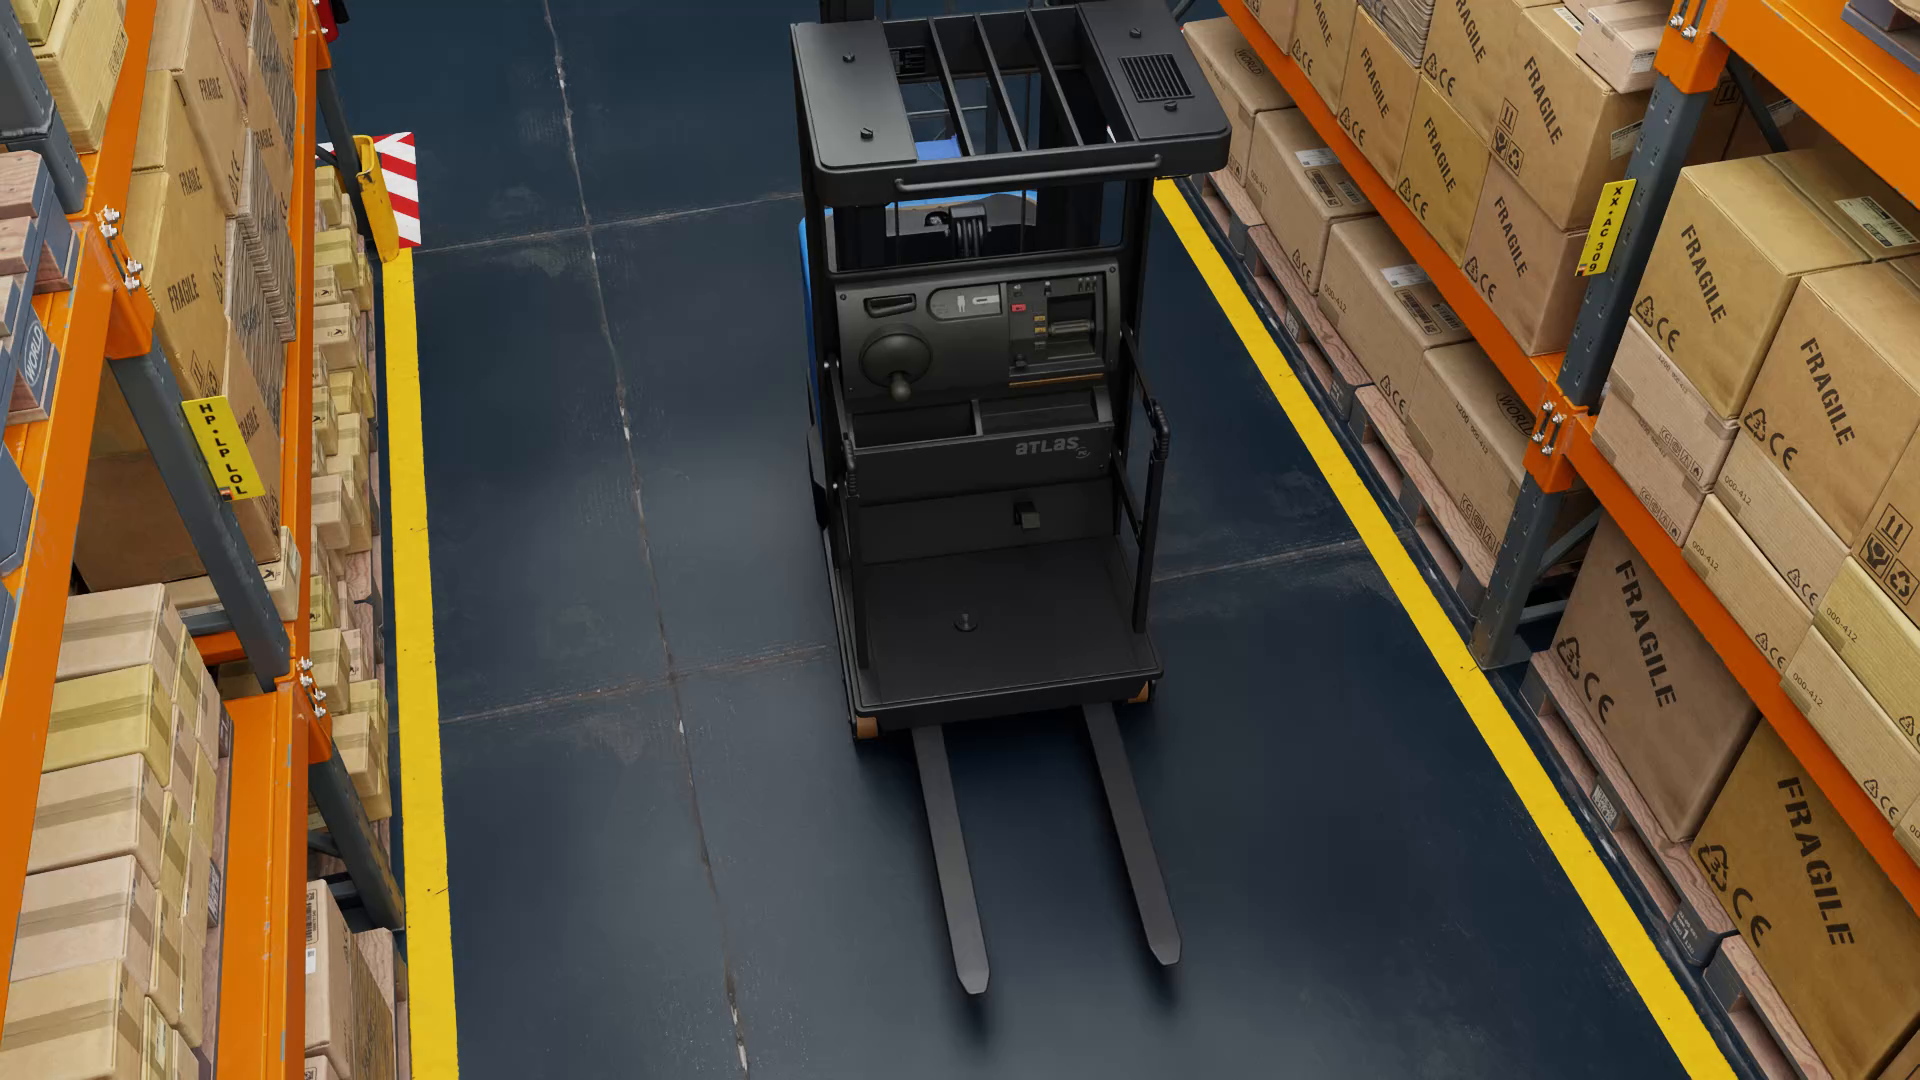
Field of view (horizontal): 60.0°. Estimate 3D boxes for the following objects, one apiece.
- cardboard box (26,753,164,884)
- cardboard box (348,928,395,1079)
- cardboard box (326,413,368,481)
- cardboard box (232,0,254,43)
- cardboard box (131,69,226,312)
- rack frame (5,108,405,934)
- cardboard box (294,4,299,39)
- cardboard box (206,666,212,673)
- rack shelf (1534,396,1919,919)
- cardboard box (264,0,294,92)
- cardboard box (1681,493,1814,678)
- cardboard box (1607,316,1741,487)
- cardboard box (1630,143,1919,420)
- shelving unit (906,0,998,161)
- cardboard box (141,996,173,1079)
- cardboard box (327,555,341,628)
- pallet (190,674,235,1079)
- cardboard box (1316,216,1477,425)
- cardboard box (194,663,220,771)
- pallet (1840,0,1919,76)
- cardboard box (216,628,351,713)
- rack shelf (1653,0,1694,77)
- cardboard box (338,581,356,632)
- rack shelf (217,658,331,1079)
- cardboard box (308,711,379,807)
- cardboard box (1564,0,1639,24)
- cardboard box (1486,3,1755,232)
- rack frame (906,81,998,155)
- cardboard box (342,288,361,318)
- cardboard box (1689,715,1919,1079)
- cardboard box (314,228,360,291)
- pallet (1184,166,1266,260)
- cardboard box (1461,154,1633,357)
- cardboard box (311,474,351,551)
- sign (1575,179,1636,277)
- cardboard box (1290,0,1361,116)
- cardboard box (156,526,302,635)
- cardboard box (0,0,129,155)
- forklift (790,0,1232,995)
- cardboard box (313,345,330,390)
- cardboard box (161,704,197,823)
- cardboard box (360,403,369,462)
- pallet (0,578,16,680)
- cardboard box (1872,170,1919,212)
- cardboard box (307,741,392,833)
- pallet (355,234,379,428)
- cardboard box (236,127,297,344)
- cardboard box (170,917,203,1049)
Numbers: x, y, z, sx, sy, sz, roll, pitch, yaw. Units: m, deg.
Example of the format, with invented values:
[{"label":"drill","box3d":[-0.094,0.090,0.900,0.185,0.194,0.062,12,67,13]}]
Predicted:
[{"label":"cardboard box","box3d":[-1.903,0.628,3.500,0.380,0.149,0.250,-12,47,-12]},{"label":"cardboard box","box3d":[-1.895,1.482,4.653,0.500,0.500,0.500,-12,47,-11]},{"label":"cardboard box","box3d":[-2.517,-0.334,6.471,0.380,0.149,0.250,-10,46,-10]},{"label":"cardboard box","box3d":[-2.723,-1.984,5.615,0.500,0.500,0.500,-9,46,-8]},{"label":"cardboard box","box3d":[-2.356,-0.911,4.564,0.500,0.500,0.500,-12,47,-12]},{"label":"rack frame","box3d":[-2.328,0.289,4.366,1.000,3.000,0.127,-11,47,-10]},{"label":"cardboard box","box3d":[-2.996,-2.211,6.992,0.380,0.149,0.250,-11,47,-10]},{"label":"cardboard box","box3d":[-2.824,0.362,5.997,0.380,0.149,0.250,-12,47,-11]},{"label":"rack shelf","box3d":[2.943,0.947,4.225,1.077,0.370,4.000,-11,47,-10]},{"label":"cardboard box","box3d":[-2.862,-1.992,6.323,0.500,0.500,0.500,-11,47,-11]},{"label":"cardboard box","box3d":[2.422,0.076,4.680,0.500,0.250,0.500,-12,47,-11]},{"label":"cardboard box","box3d":[2.271,-0.453,4.848,0.500,0.250,0.500,-12,47,-11]},{"label":"cardboard box","box3d":[2.266,-0.714,4.579,0.500,0.500,0.500,-10,46,-10]},{"label":"shelving unit","box3d":[-0.187,-1.554,7.223,0.538,1.500,1.048,-7,46,-7]},{"label":"cardboard box","box3d":[-1.767,1.086,3.259,0.380,0.149,0.250,-13,47,-12]},{"label":"cardboard box","box3d":[-2.427,0.221,5.927,0.380,0.149,0.250,-13,47,-12]},{"label":"pallet","box3d":[-2.273,0.911,3.891,1.003,0.211,1.213,-11,47,-10]},{"label":"cardboard box","box3d":[2.144,-1.007,7.136,0.875,0.438,0.875,-12,47,-11]},{"label":"cardboard box","box3d":[-2.035,0.468,4.073,0.380,0.149,0.250,-12,47,-11]},{"label":"pallet","box3d":[2.713,-1.044,3.707,0.805,0.209,1.217,-12,47,-12]},{"label":"cardboard box","box3d":[-2.230,0.455,5.489,0.380,0.149,0.250,-9,46,-8]},{"label":"rack shelf","box3d":[1.919,-2.864,5.860,1.077,0.370,4.000,-11,47,-10]},{"label":"cardboard box","box3d":[-2.406,0.318,6.040,0.380,0.149,0.250,-12,47,-11]},{"label":"rack shelf","box3d":[-1.816,1.922,3.270,1.077,0.370,4.000,-11,47,-10]},{"label":"cardboard box","box3d":[-2.112,0.727,5.431,0.380,0.149,0.250,-9,46,-8]},{"label":"cardboard box","box3d":[2.082,-1.654,5.046,0.380,0.149,0.250,-10,46,-9]},{"label":"cardboard box","box3d":[2.043,-1.346,5.198,0.500,0.500,0.500,-11,47,-11]},{"label":"rack frame","box3d":[-0.103,-1.196,6.872,0.500,1.500,0.032,-7,46,-7]},{"label":"cardboard box","box3d":[-2.807,-1.055,7.177,0.380,0.149,0.250,-12,47,-12]},{"label":"cardboard box","box3d":[2.906,0.947,4.915,0.875,0.875,0.875,-9,46,-9]},{"label":"cardboard box","box3d":[-2.774,-1.171,7.083,0.380,0.149,0.250,-12,47,-11]},{"label":"pallet","box3d":[1.687,-1.933,8.497,1.003,0.211,1.213,-11,47,-10]},{"label":"cardboard box","box3d":[2.065,-0.994,5.554,0.500,0.500,0.500,-10,46,-10]},{"label":"cardboard box","box3d":[-2.417,-0.077,6.011,0.380,0.149,0.250,-10,46,-9]},{"label":"sign","box3d":[1.895,-0.914,4.883,0.100,0.325,0.005,-11,47,-10]},{"label":"cardboard box","box3d":[1.666,-2.057,6.595,0.500,0.500,0.500,-9,46,-9]},{"label":"cardboard box","box3d":[-2.085,0.122,4.706,0.380,0.149,0.250,-9,46,-9]},{"label":"cardboard box","box3d":[-2.192,-1.076,3.709,0.500,0.250,0.500,-9,46,-8]},{"label":"forklift","box3d":[0.103,-0.587,5.273,1.130,2.935,3.031,-7,46,-7]},{"label":"cardboard box","box3d":[-2.686,-0.603,6.526,0.380,0.149,0.250,-12,47,-12]},{"label":"cardboard box","box3d":[-1.967,0.547,3.788,0.380,0.149,0.250,-10,46,-10]},{"label":"cardboard box","box3d":[-2.616,-0.414,6.757,0.380,0.149,0.250,-10,46,-10]},{"label":"pallet","box3d":[-2.005,0.467,2.224,1.213,0.211,1.003,-11,47,-10]},{"label":"cardboard box","box3d":[2.788,-0.808,4.671,0.500,0.500,0.500,-9,46,-9]},{"label":"cardboard box","box3d":[-2.111,0.830,5.538,0.380,0.149,0.250,-13,47,-12]},{"label":"pallet","box3d":[-3.159,-0.876,7.461,1.003,0.211,1.213,-11,47,-10]},{"label":"cardboard box","box3d":[-2.439,-0.932,5.285,0.500,0.500,0.500,-12,47,-11]},{"label":"cardboard box","box3d":[-1.842,0.993,3.558,0.380,0.149,0.250,-13,47,-12]}]
